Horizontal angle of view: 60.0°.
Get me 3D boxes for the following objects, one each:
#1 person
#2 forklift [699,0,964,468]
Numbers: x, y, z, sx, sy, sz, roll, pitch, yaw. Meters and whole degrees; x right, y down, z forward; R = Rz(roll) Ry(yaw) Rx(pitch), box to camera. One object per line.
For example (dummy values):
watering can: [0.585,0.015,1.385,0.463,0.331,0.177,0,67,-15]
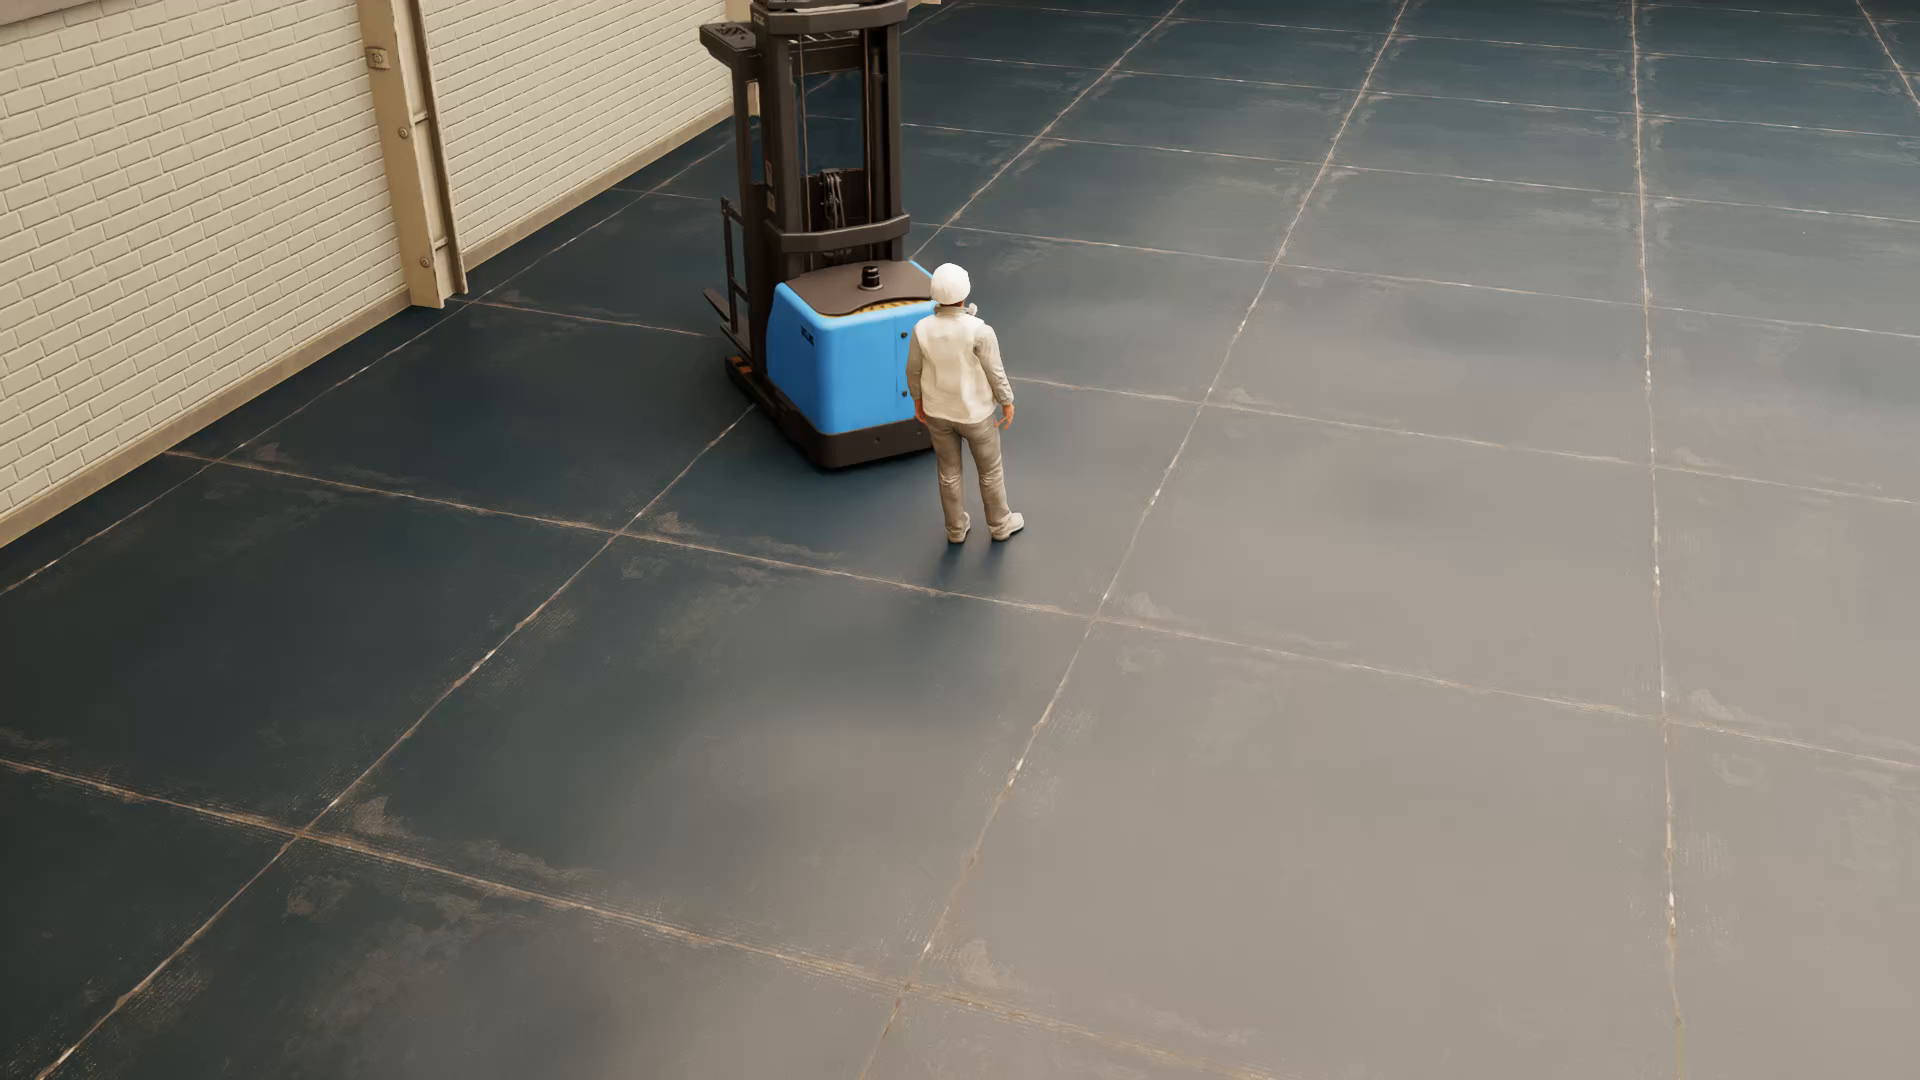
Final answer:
person: [0.028,-0.805,9.702,0.632,1.773,0.568,10,31,16]
forklift: [-1.063,-2.447,11.430,1.130,2.935,3.031,-13,32,-22]
